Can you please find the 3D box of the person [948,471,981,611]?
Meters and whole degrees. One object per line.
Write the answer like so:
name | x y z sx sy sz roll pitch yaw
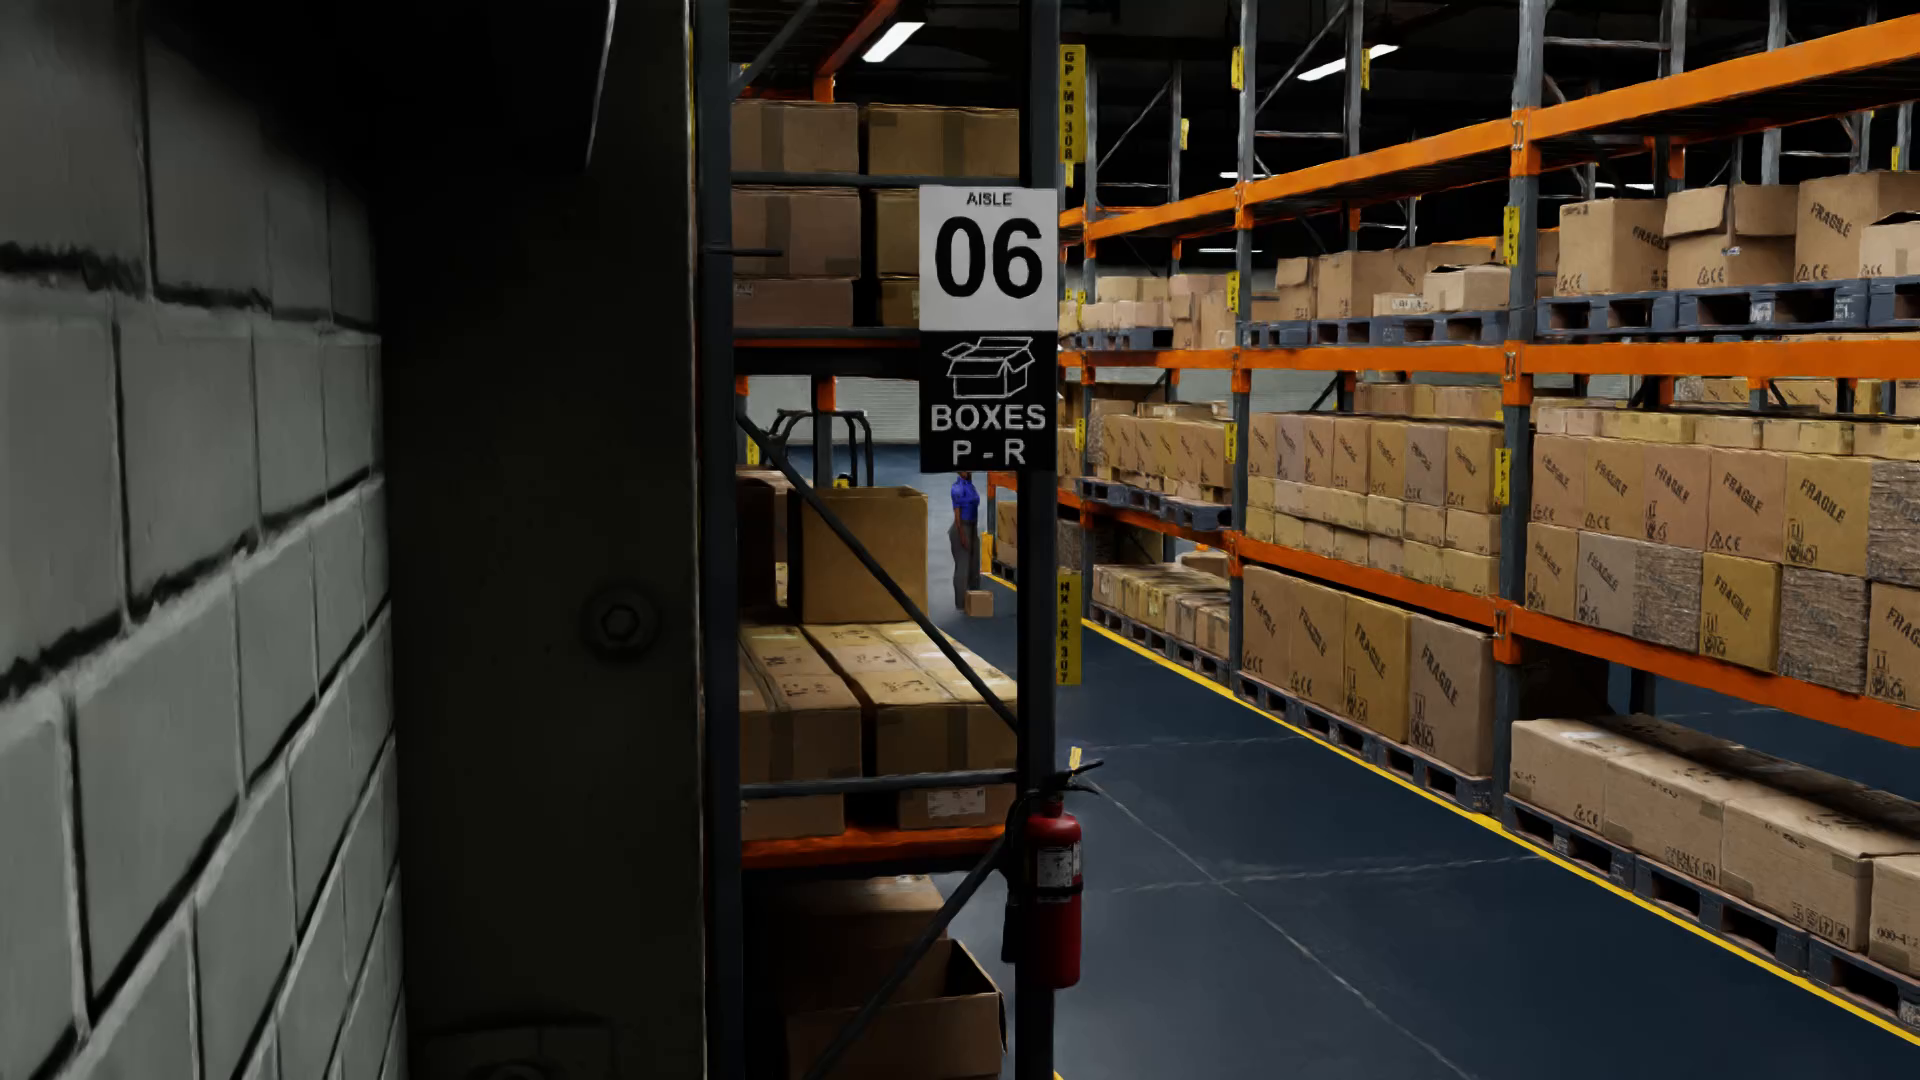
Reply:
person | 0.113 -0.060 17.945 0.438 1.650 0.486 3 7 23
